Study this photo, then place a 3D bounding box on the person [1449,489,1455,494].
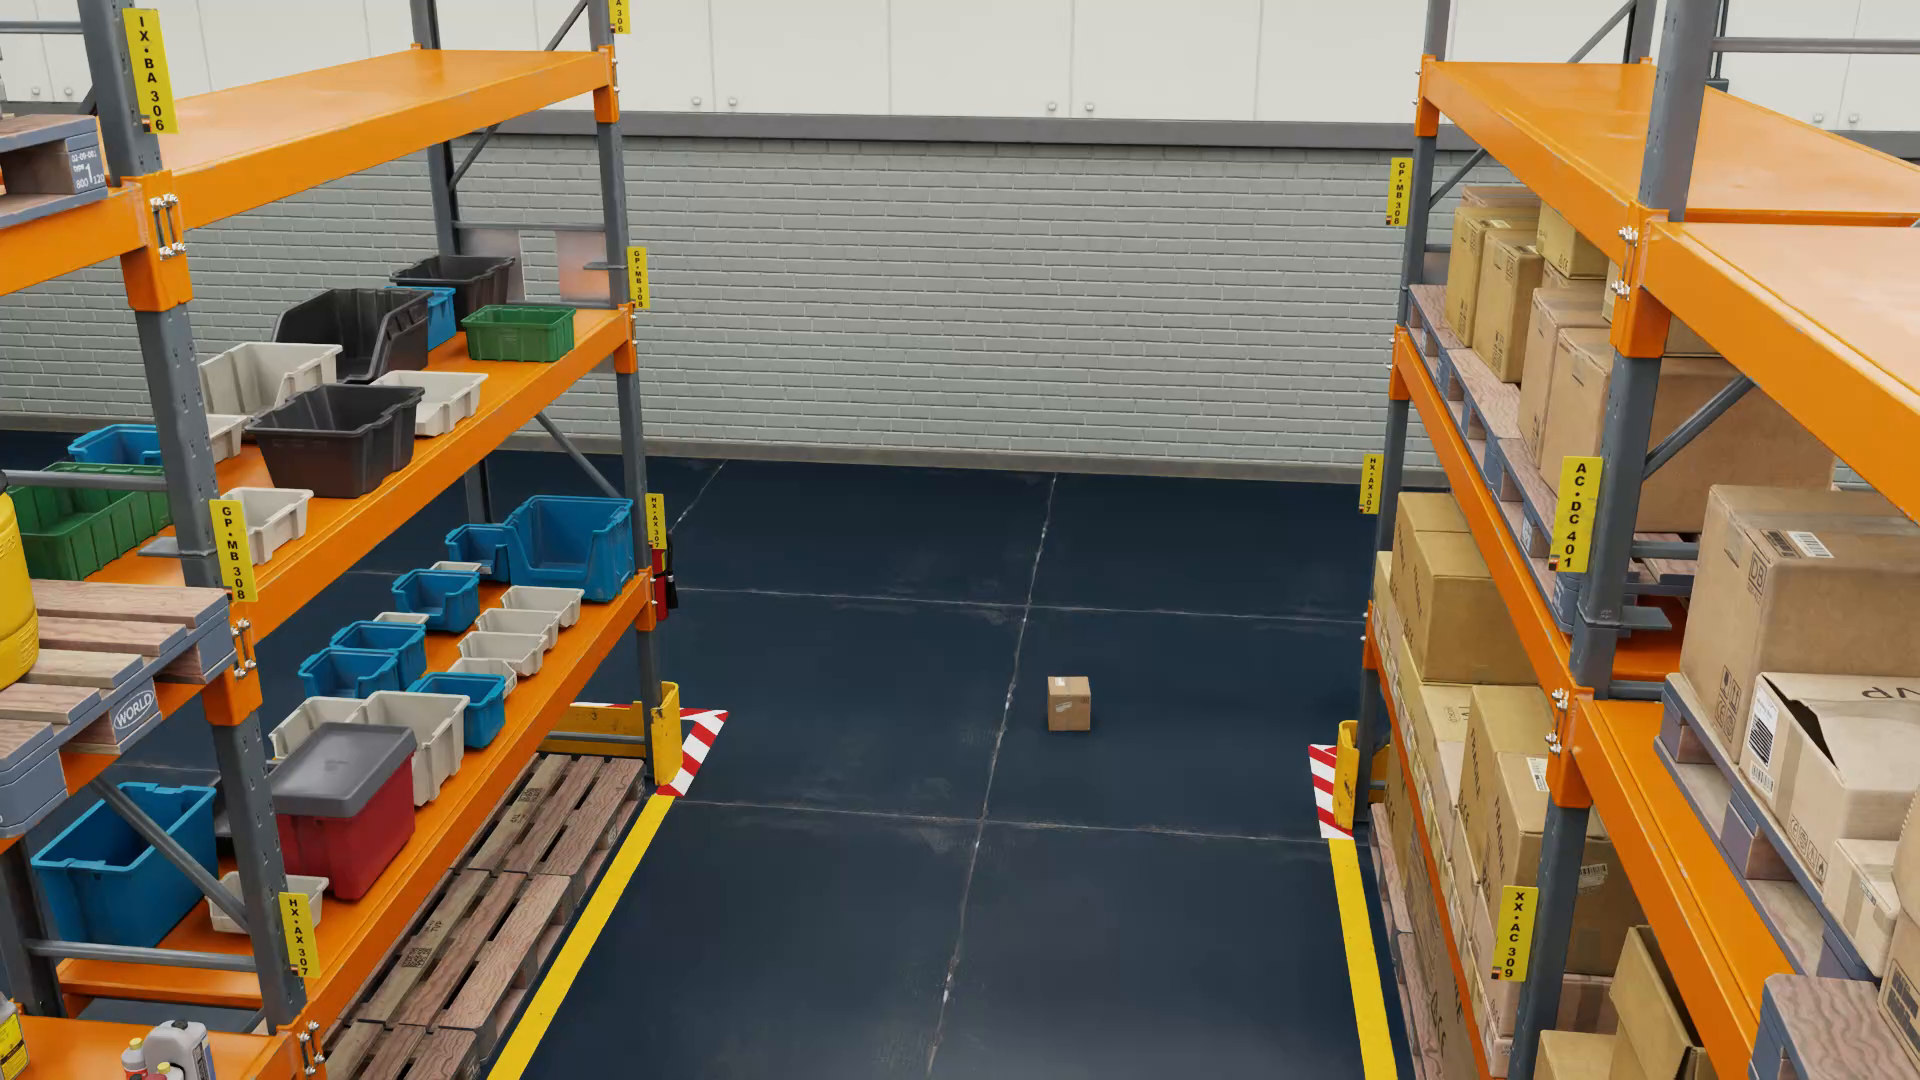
[{"bbox_3d":[2.961,0.380,10.080,0.679,1.568,0.428,6,22,15],"label":"person"}]
